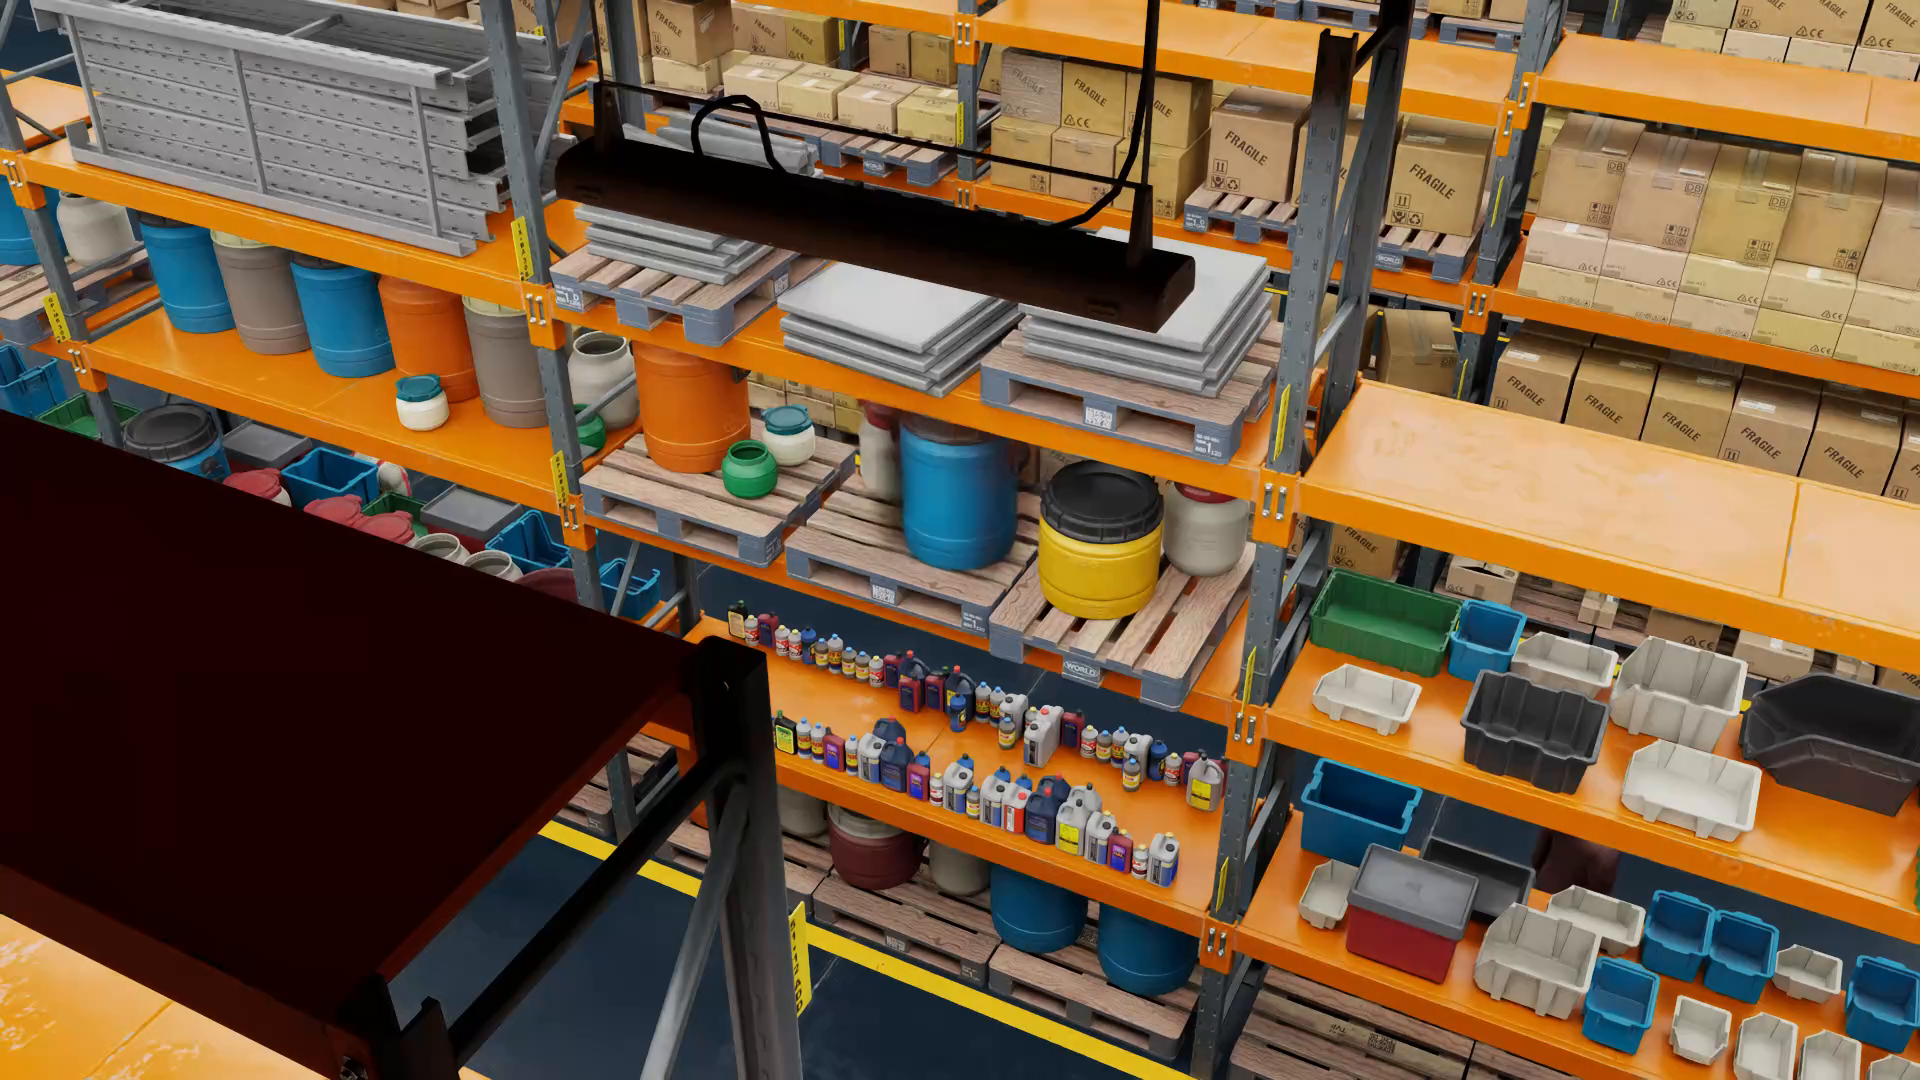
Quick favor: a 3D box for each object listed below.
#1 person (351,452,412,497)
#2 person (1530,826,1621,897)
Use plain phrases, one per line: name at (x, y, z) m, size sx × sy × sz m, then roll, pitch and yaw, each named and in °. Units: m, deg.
person at (-4.175, -0.201, 12.556) m, size 0.905 × 1.741 × 0.583 m, roll -25°, pitch 42°, yaw -31°
person at (3.411, 2.019, 9.432) m, size 0.601 × 1.774 × 0.632 m, roll -9°, pitch 36°, yaw -13°
